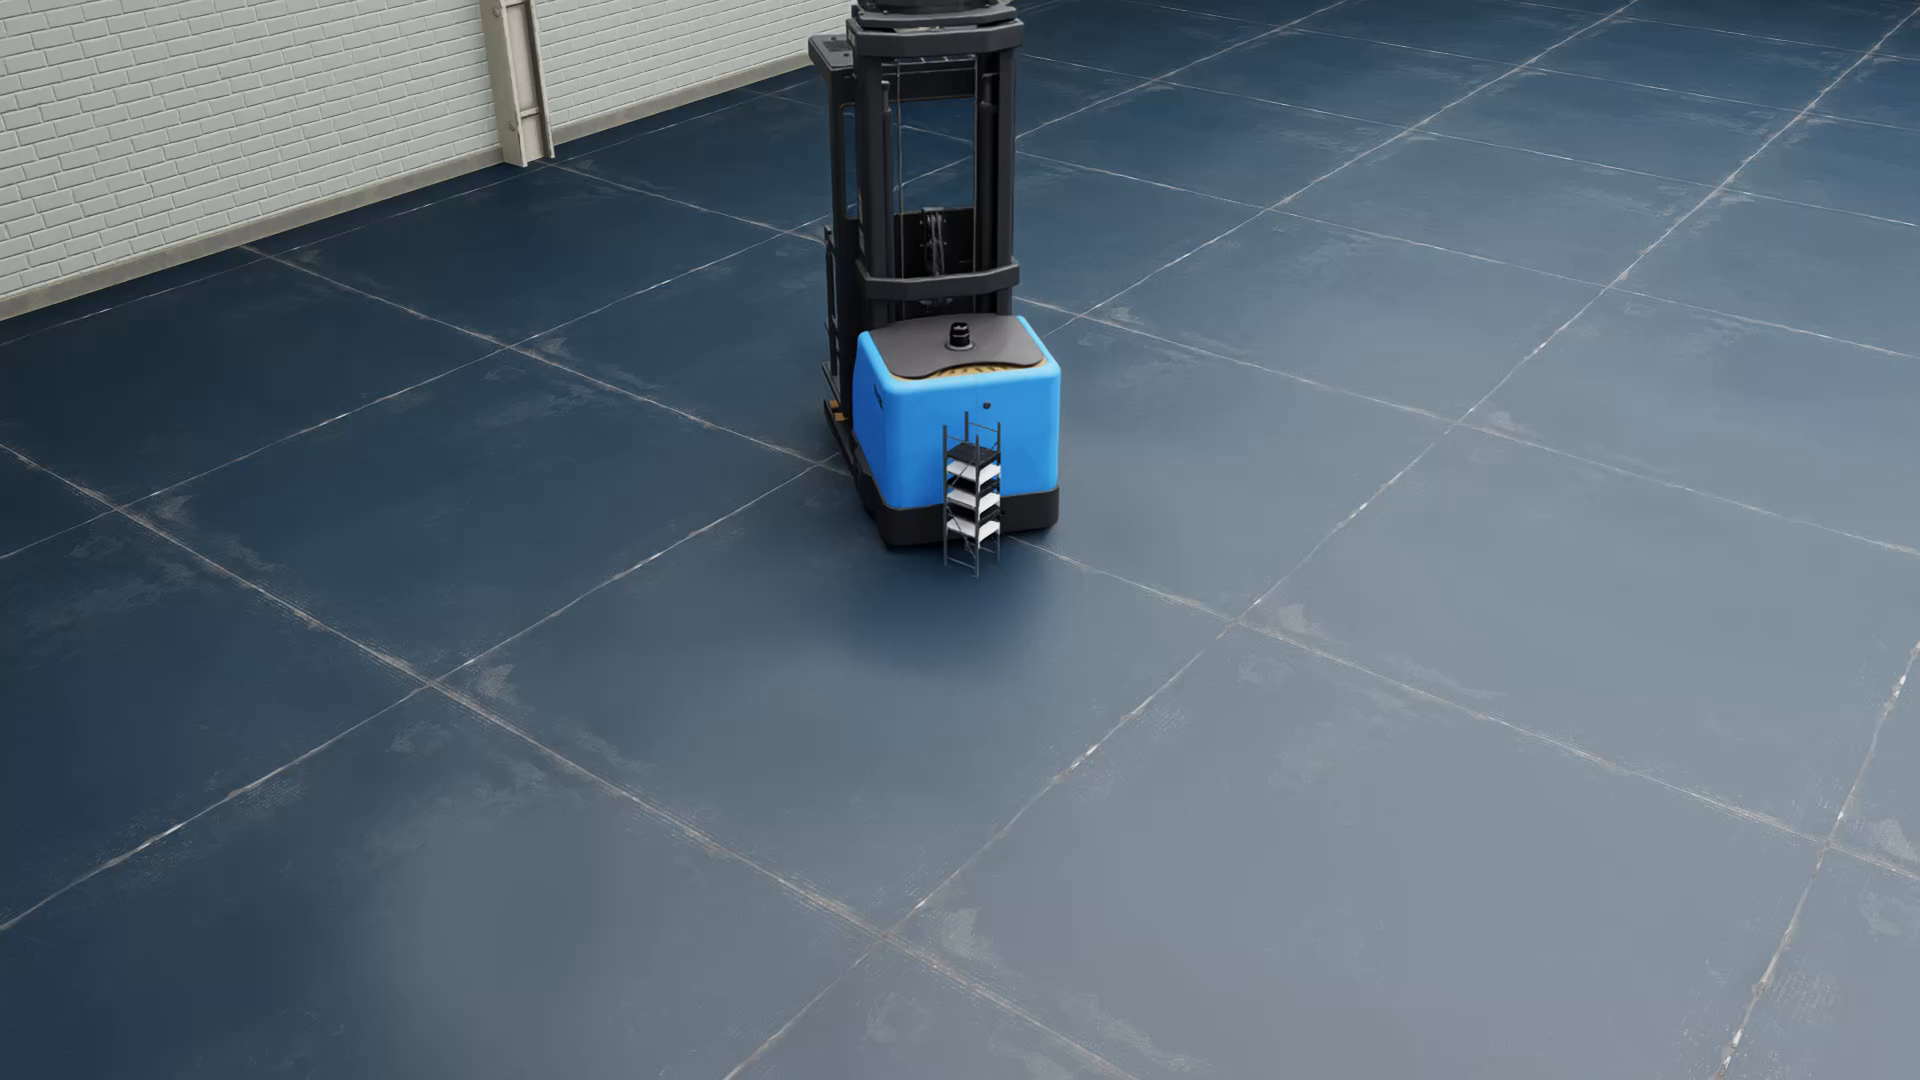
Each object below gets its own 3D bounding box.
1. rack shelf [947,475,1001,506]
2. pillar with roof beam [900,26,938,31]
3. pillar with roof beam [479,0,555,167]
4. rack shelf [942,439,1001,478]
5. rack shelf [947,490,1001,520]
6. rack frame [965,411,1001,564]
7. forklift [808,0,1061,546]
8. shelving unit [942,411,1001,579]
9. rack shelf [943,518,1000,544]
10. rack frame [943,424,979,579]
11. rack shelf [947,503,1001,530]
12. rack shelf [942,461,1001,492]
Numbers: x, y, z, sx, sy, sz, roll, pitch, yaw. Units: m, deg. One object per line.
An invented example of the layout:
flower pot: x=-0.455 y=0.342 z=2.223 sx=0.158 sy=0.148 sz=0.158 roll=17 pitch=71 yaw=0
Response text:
rack shelf: x=0.066 y=-0.296 z=9.256 sx=0.258 sy=0.077 sz=0.200 roll=20 pitch=36 yaw=31
pillar with roof beam: x=2.930 y=-8.629 z=15.484 sx=9.100 sy=9.000 sz=0.400 roll=21 pitch=37 yaw=31
pillar with roof beam: x=-0.692 y=-6.190 z=11.369 sx=9.100 sy=9.000 sz=0.400 roll=21 pitch=37 yaw=31
rack shelf: x=0.066 y=-0.451 z=9.164 sx=0.258 sy=0.077 sz=0.200 roll=20 pitch=36 yaw=31
rack shelf: x=0.066 y=-0.219 z=9.302 sx=0.258 sy=0.077 sz=0.200 roll=20 pitch=36 yaw=31
rack frame: x=0.126 y=-0.289 z=9.355 sx=0.240 sy=0.900 sz=0.006 roll=20 pitch=36 yaw=31
forklift: x=-0.277 y=-1.968 z=10.196 sx=1.130 sy=2.935 sz=3.031 roll=-7 pitch=31 yaw=-12
shelving unit: x=0.066 y=-0.247 z=9.285 sx=0.258 sy=0.900 sz=0.210 roll=20 pitch=36 yaw=31
rack shelf: x=0.066 y=-0.064 z=9.394 sx=0.258 sy=0.077 sz=0.200 roll=20 pitch=36 yaw=31
rack frame: x=0.006 y=-0.206 z=9.214 sx=0.240 sy=0.900 sz=0.006 roll=20 pitch=36 yaw=31
rack shelf: x=0.066 y=-0.141 z=9.348 sx=0.258 sy=0.077 sz=0.200 roll=20 pitch=36 yaw=31
rack shelf: x=0.066 y=-0.374 z=9.210 sx=0.258 sy=0.077 sz=0.200 roll=20 pitch=36 yaw=31
